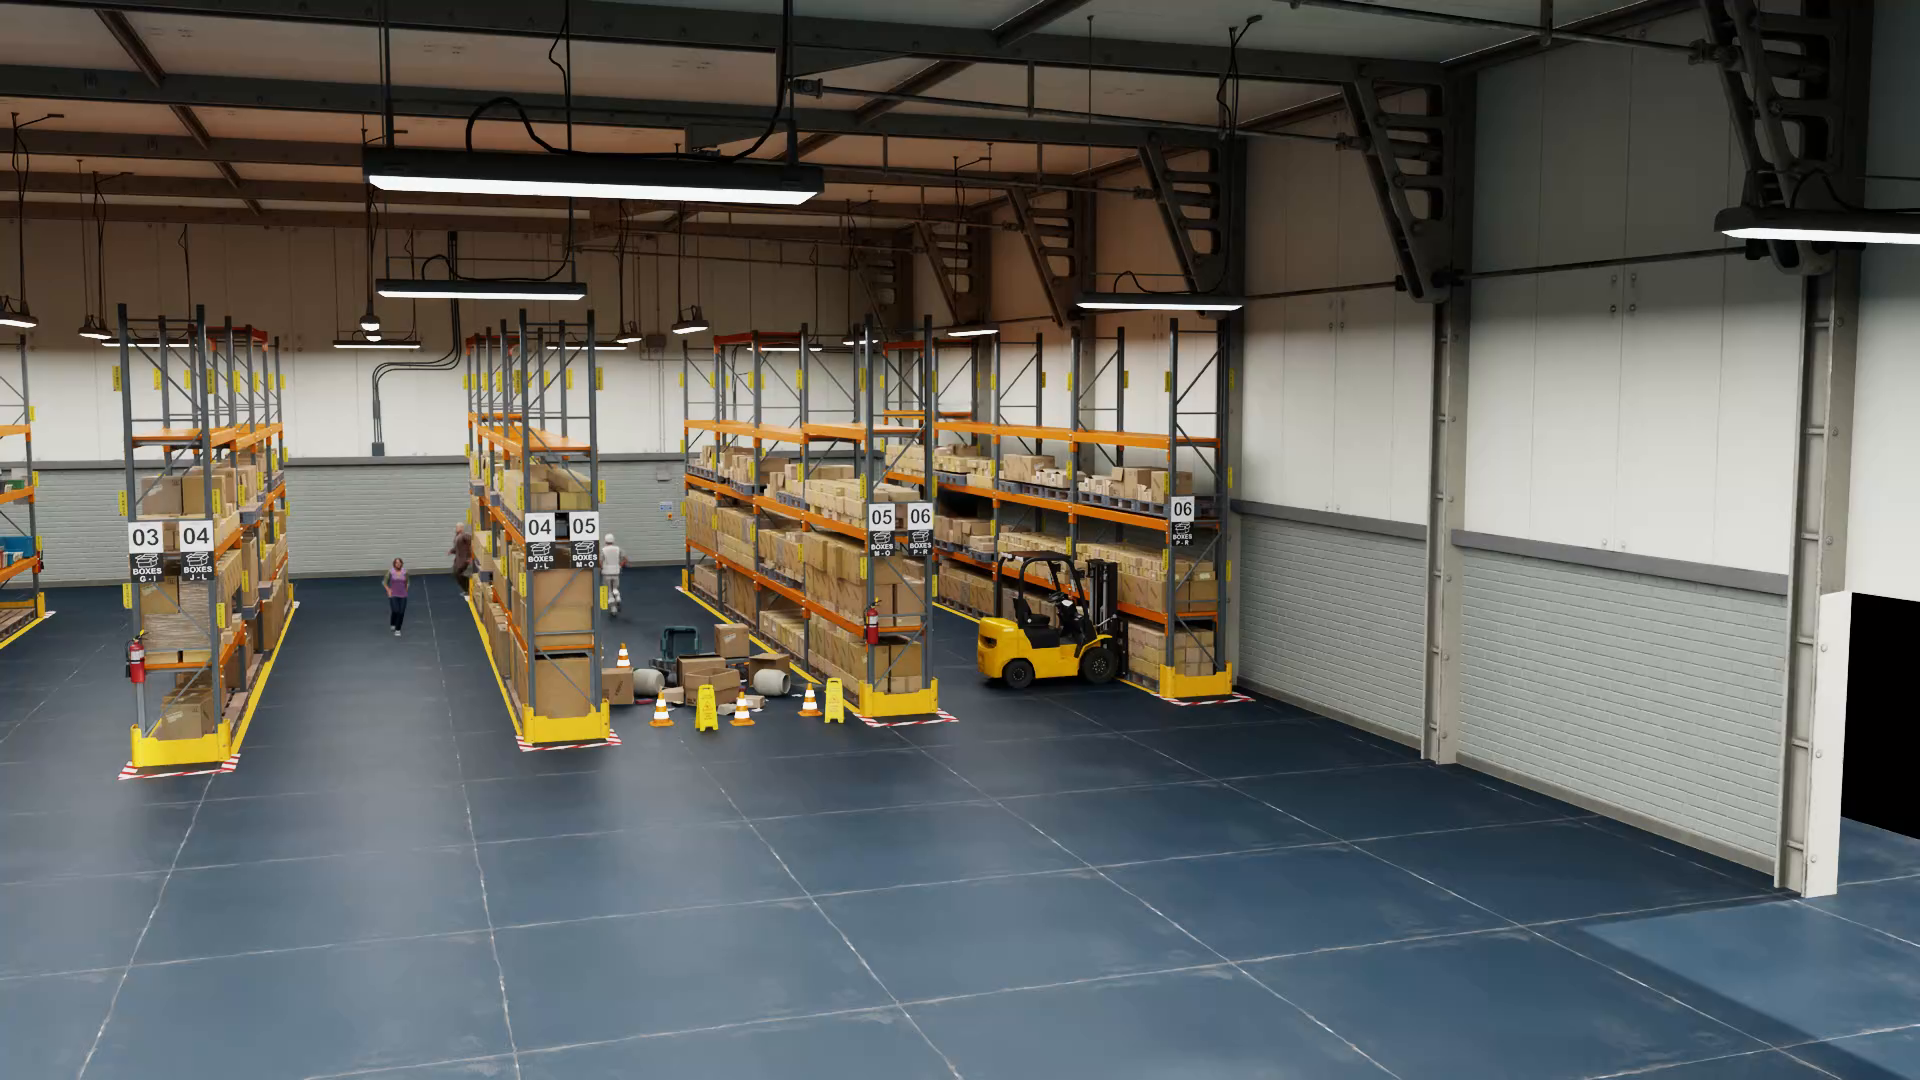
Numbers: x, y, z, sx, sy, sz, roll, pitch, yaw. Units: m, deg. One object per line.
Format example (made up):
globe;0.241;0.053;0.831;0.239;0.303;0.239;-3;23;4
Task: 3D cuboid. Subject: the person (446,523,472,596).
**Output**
person;-11.695;0.458;38.982;0.647;1.734;0.720;-5;7;-43

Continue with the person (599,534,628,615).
person;-7.535;0.724;35.853;0.634;1.739;0.570;-3;6;-30

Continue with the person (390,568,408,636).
person;-11.051;1.227;32.731;0.359;1.335;0.490;-3;6;-29
